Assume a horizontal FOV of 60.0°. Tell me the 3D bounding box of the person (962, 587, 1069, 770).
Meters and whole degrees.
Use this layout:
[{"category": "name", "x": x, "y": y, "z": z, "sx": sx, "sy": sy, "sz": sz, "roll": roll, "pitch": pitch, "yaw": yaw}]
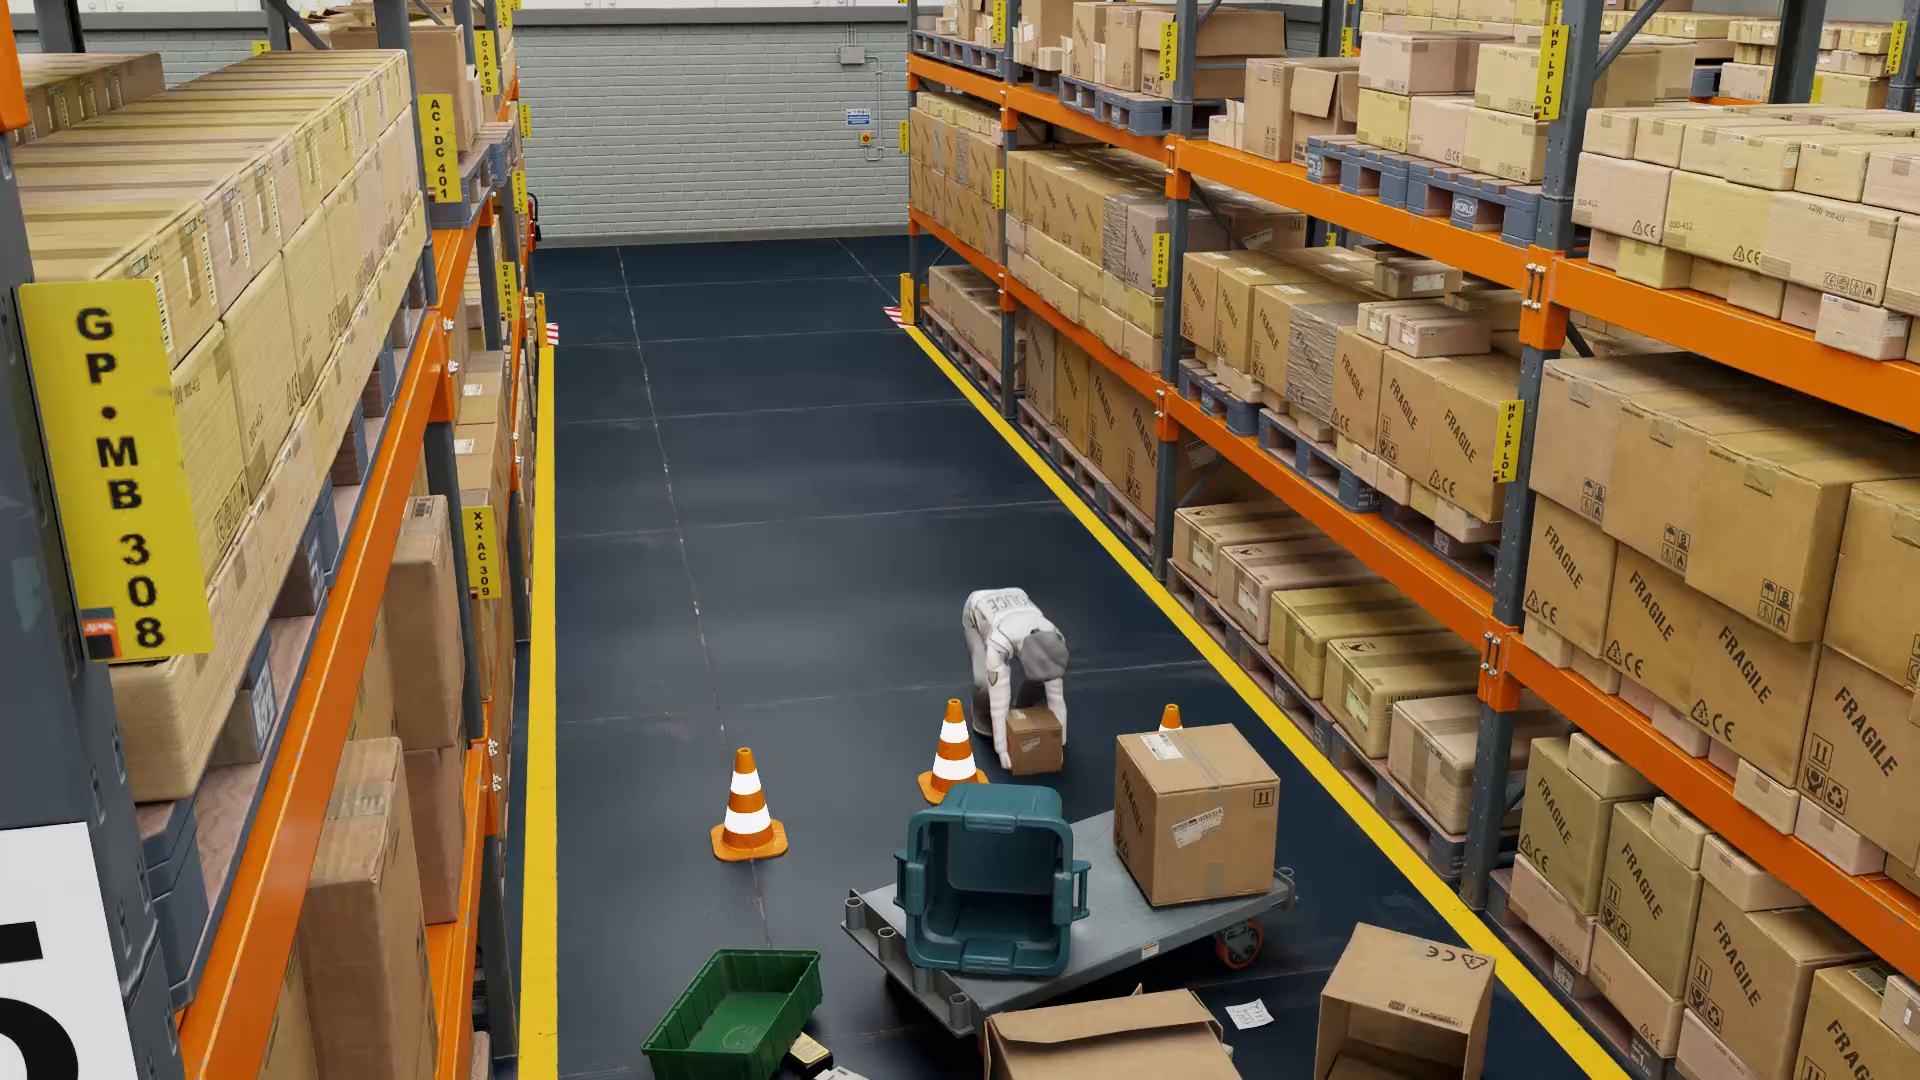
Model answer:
[{"category": "person", "x": 0.287, "y": 0.687, "z": 8.539, "sx": 0.458, "sy": 0.761, "sz": 0.914, "roll": -5, "pitch": 20, "yaw": -14}]
